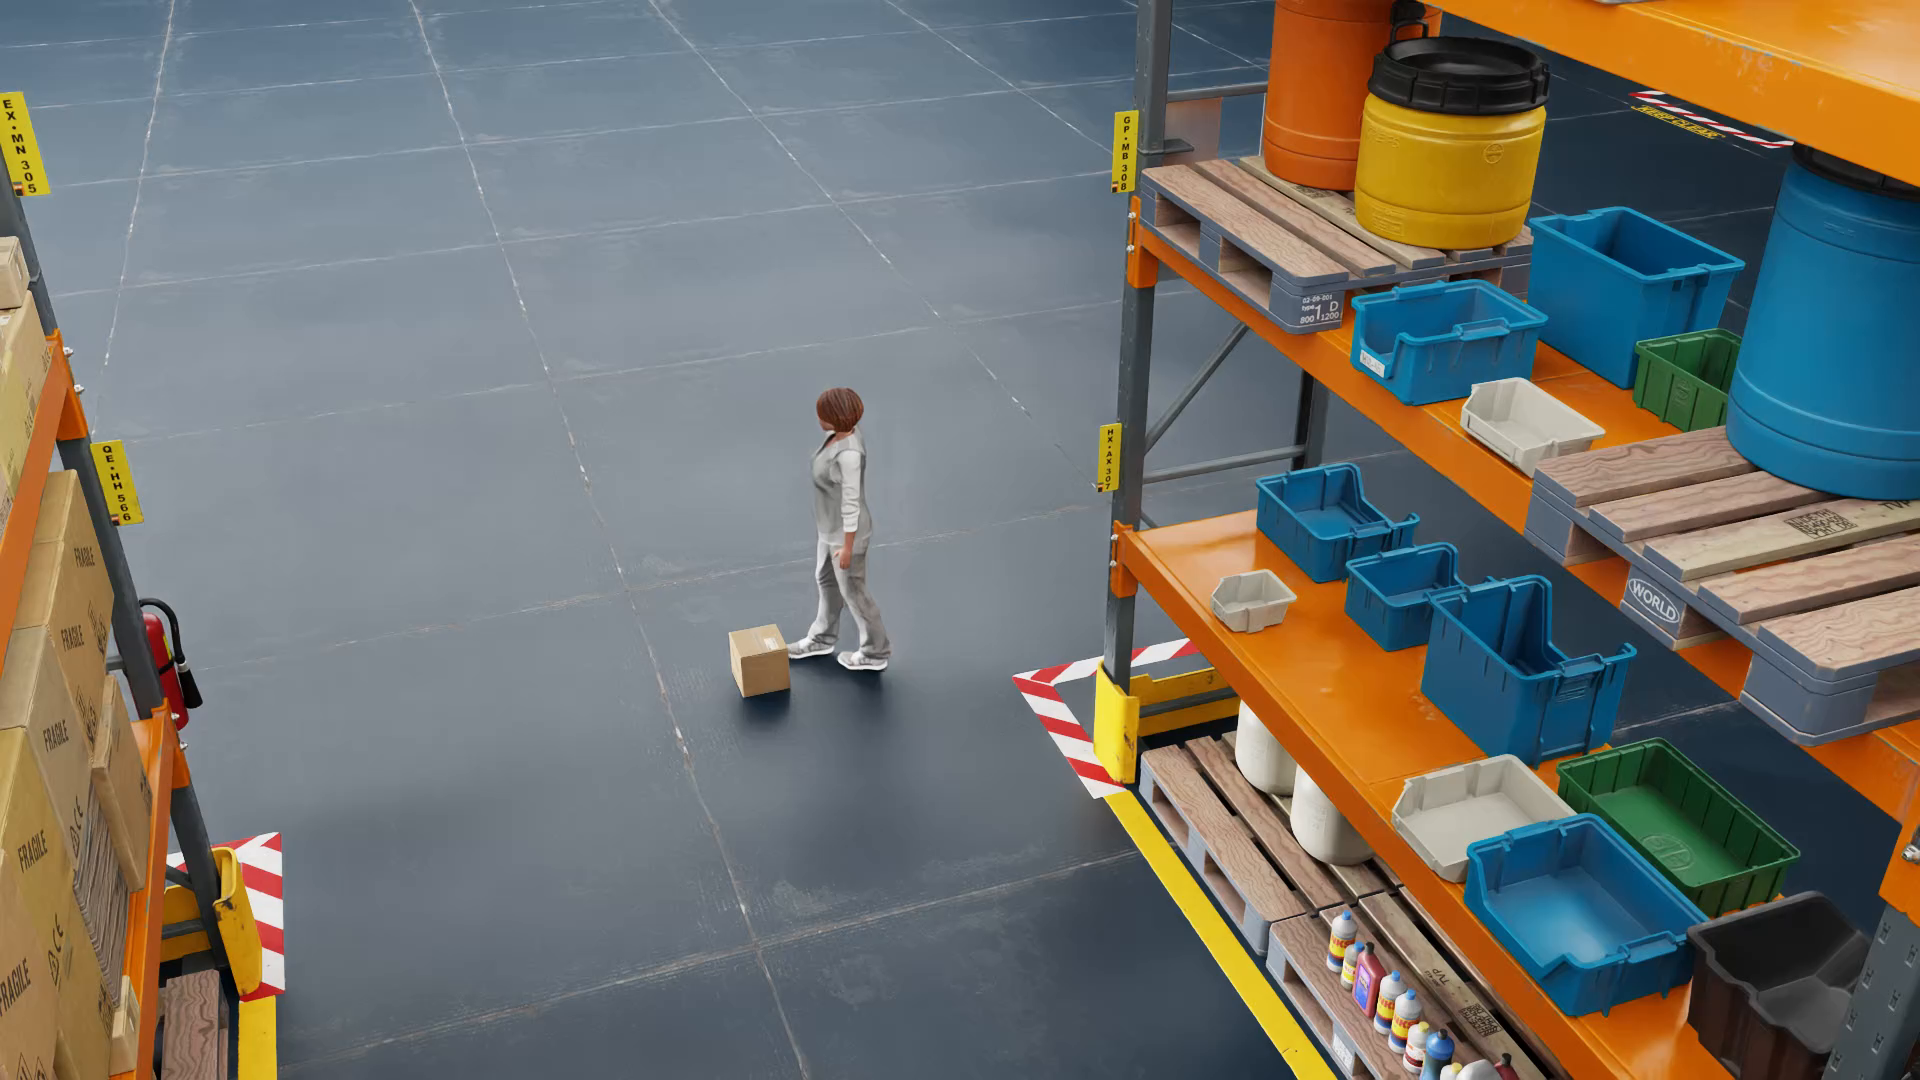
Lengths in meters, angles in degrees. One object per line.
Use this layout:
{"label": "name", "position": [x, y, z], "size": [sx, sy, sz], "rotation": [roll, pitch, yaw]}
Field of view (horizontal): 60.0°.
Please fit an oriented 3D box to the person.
{"label": "person", "position": [-0.648, -0.041, 8.398], "size": [0.555, 1.595, 0.422], "rotation": [-5, 31, -8]}
